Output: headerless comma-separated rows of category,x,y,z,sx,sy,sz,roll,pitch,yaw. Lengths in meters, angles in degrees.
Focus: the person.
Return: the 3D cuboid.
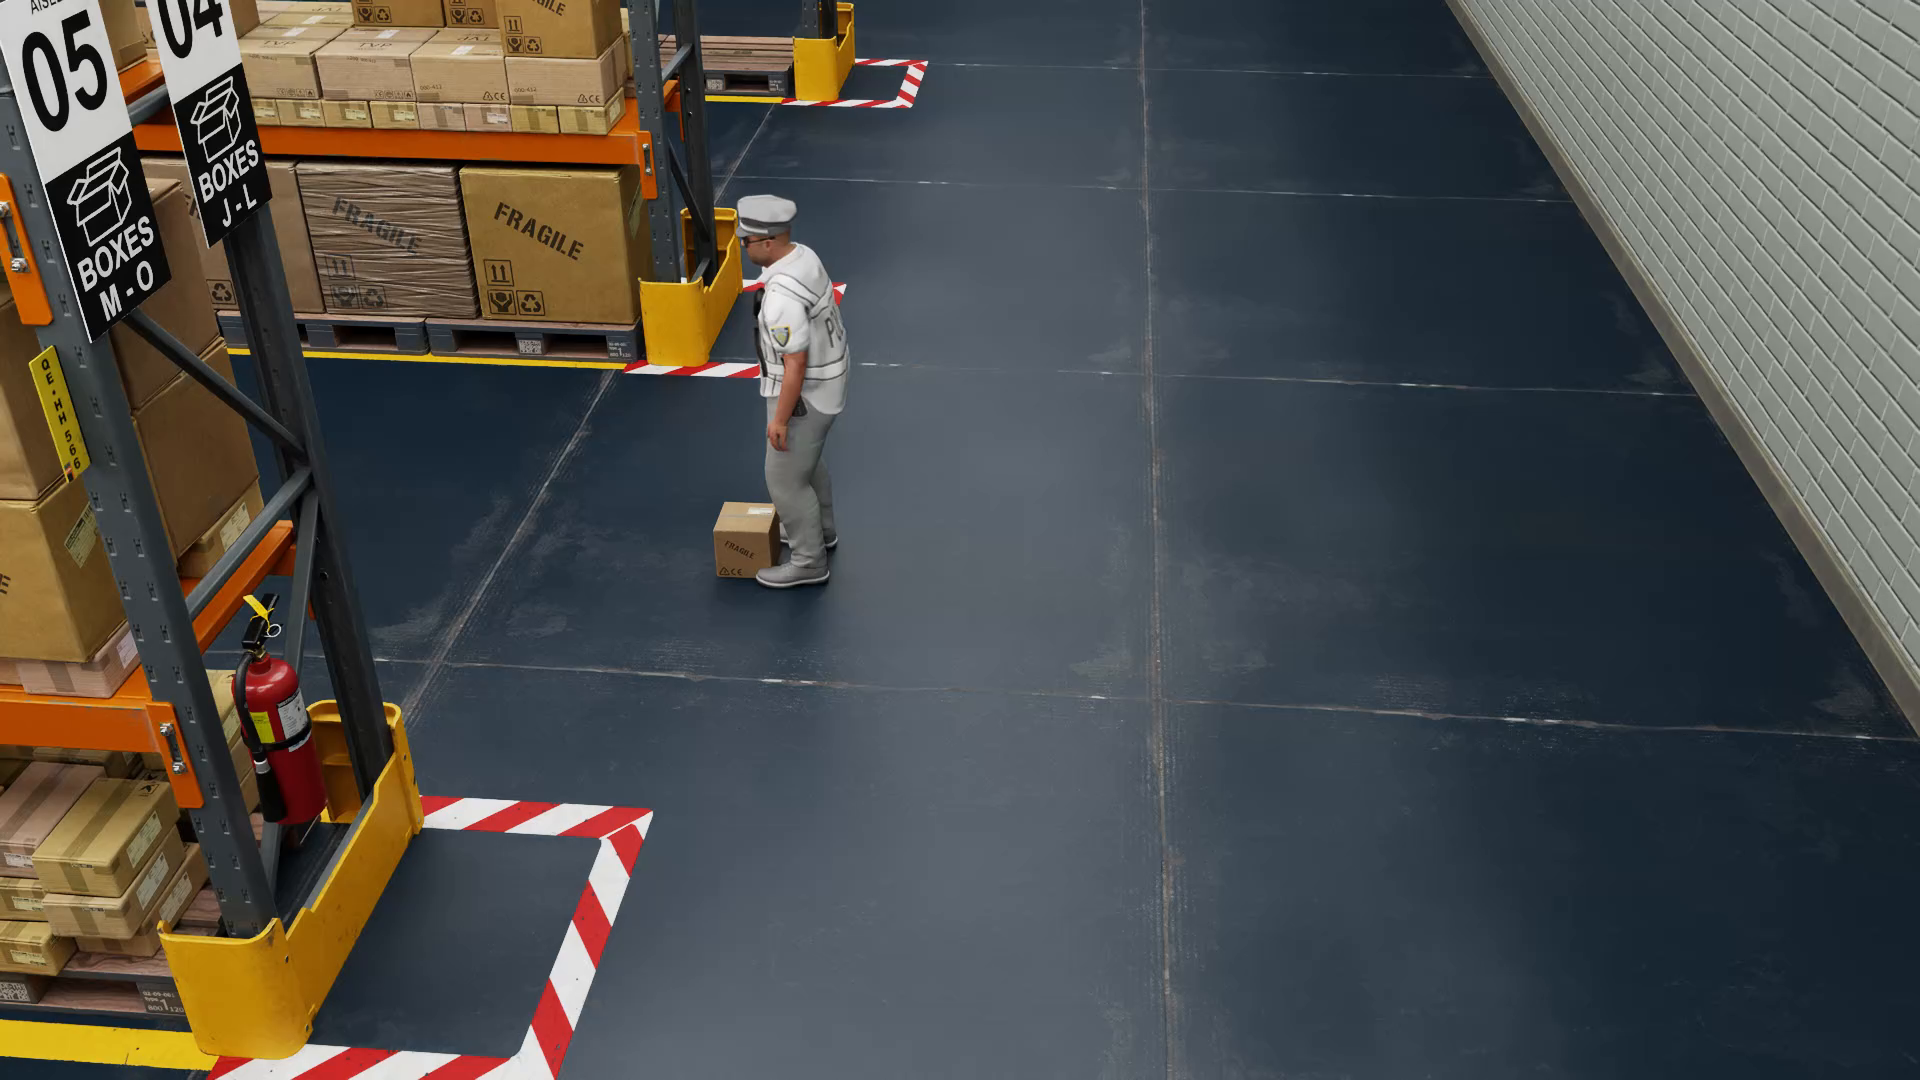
person,-0.692,-0.628,7.142,0.435,1.748,0.592,2,32,3
